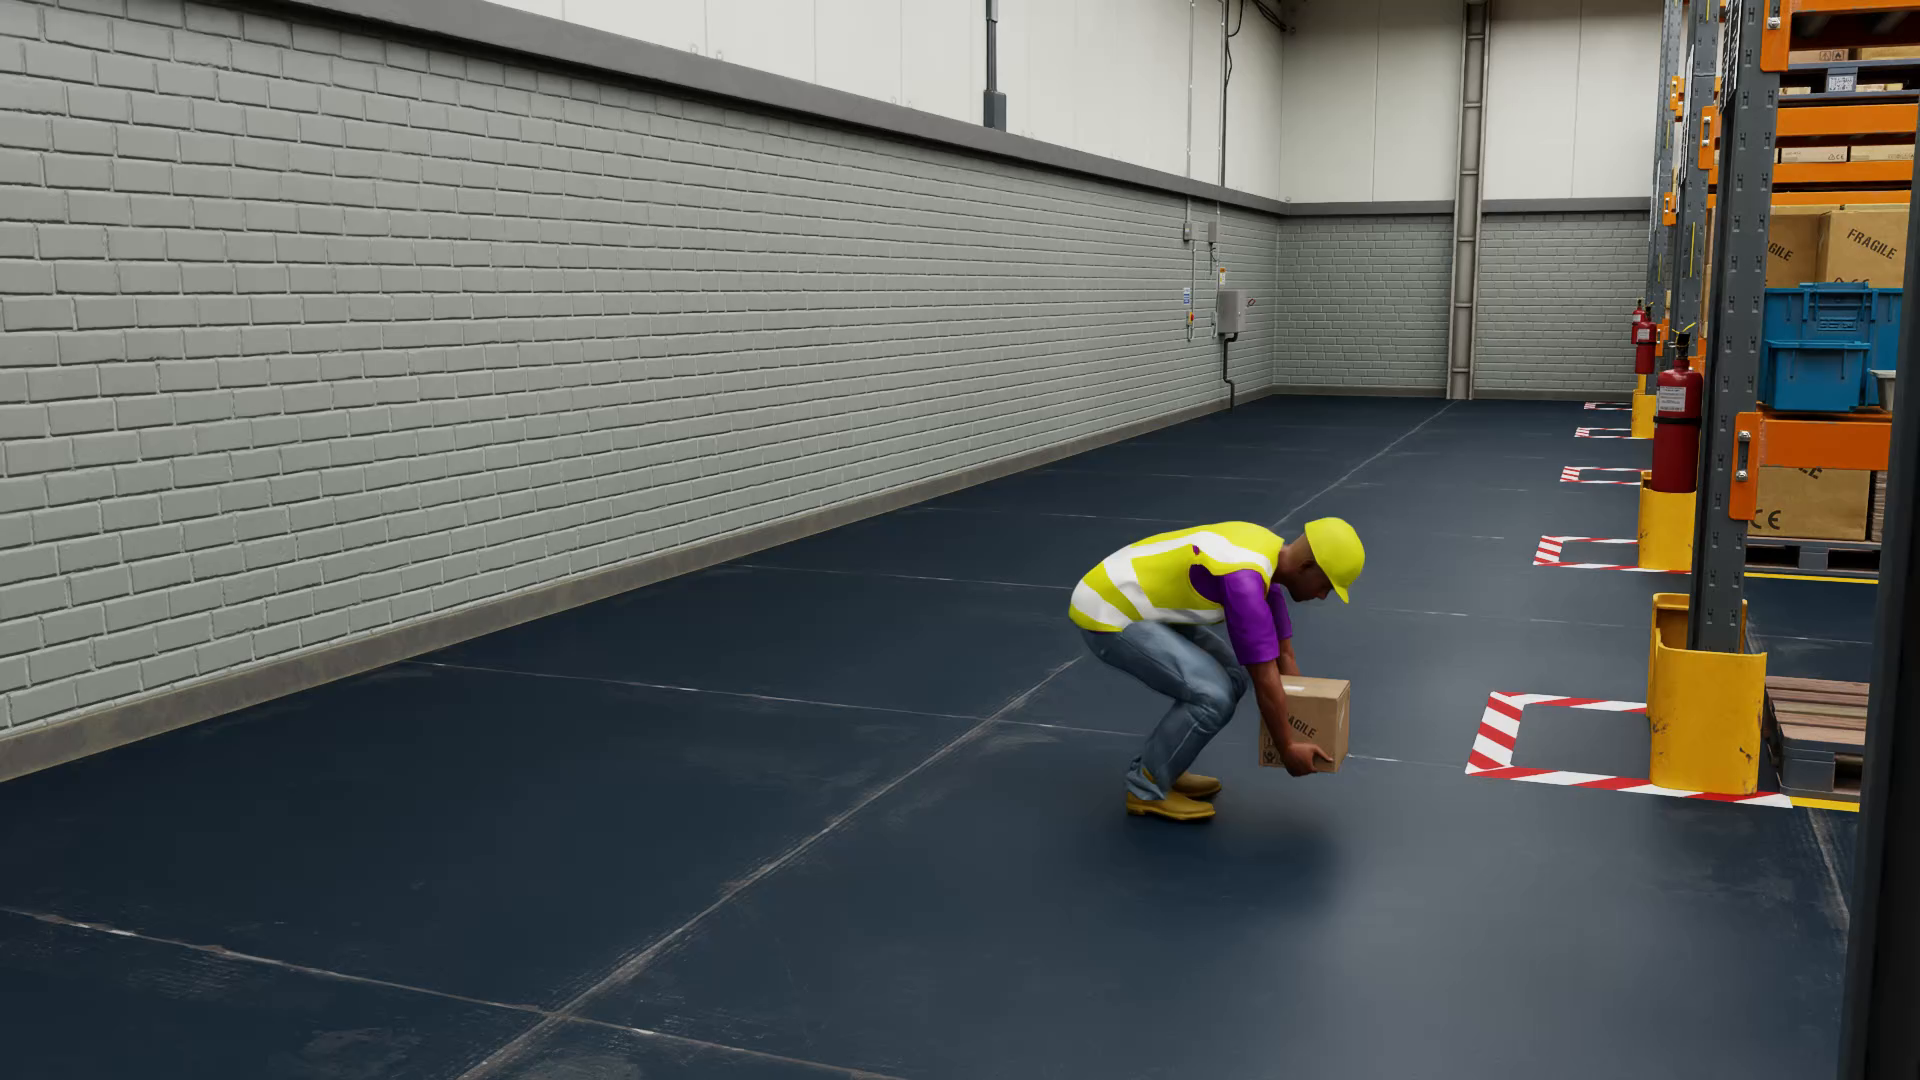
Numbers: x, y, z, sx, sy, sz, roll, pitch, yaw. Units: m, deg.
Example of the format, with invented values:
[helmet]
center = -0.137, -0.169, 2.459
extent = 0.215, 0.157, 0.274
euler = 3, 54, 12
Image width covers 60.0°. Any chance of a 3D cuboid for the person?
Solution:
[person]
center = 0.852, 0.411, 5.575
extent = 0.956, 1.014, 0.520
euler = 3, 9, 19
